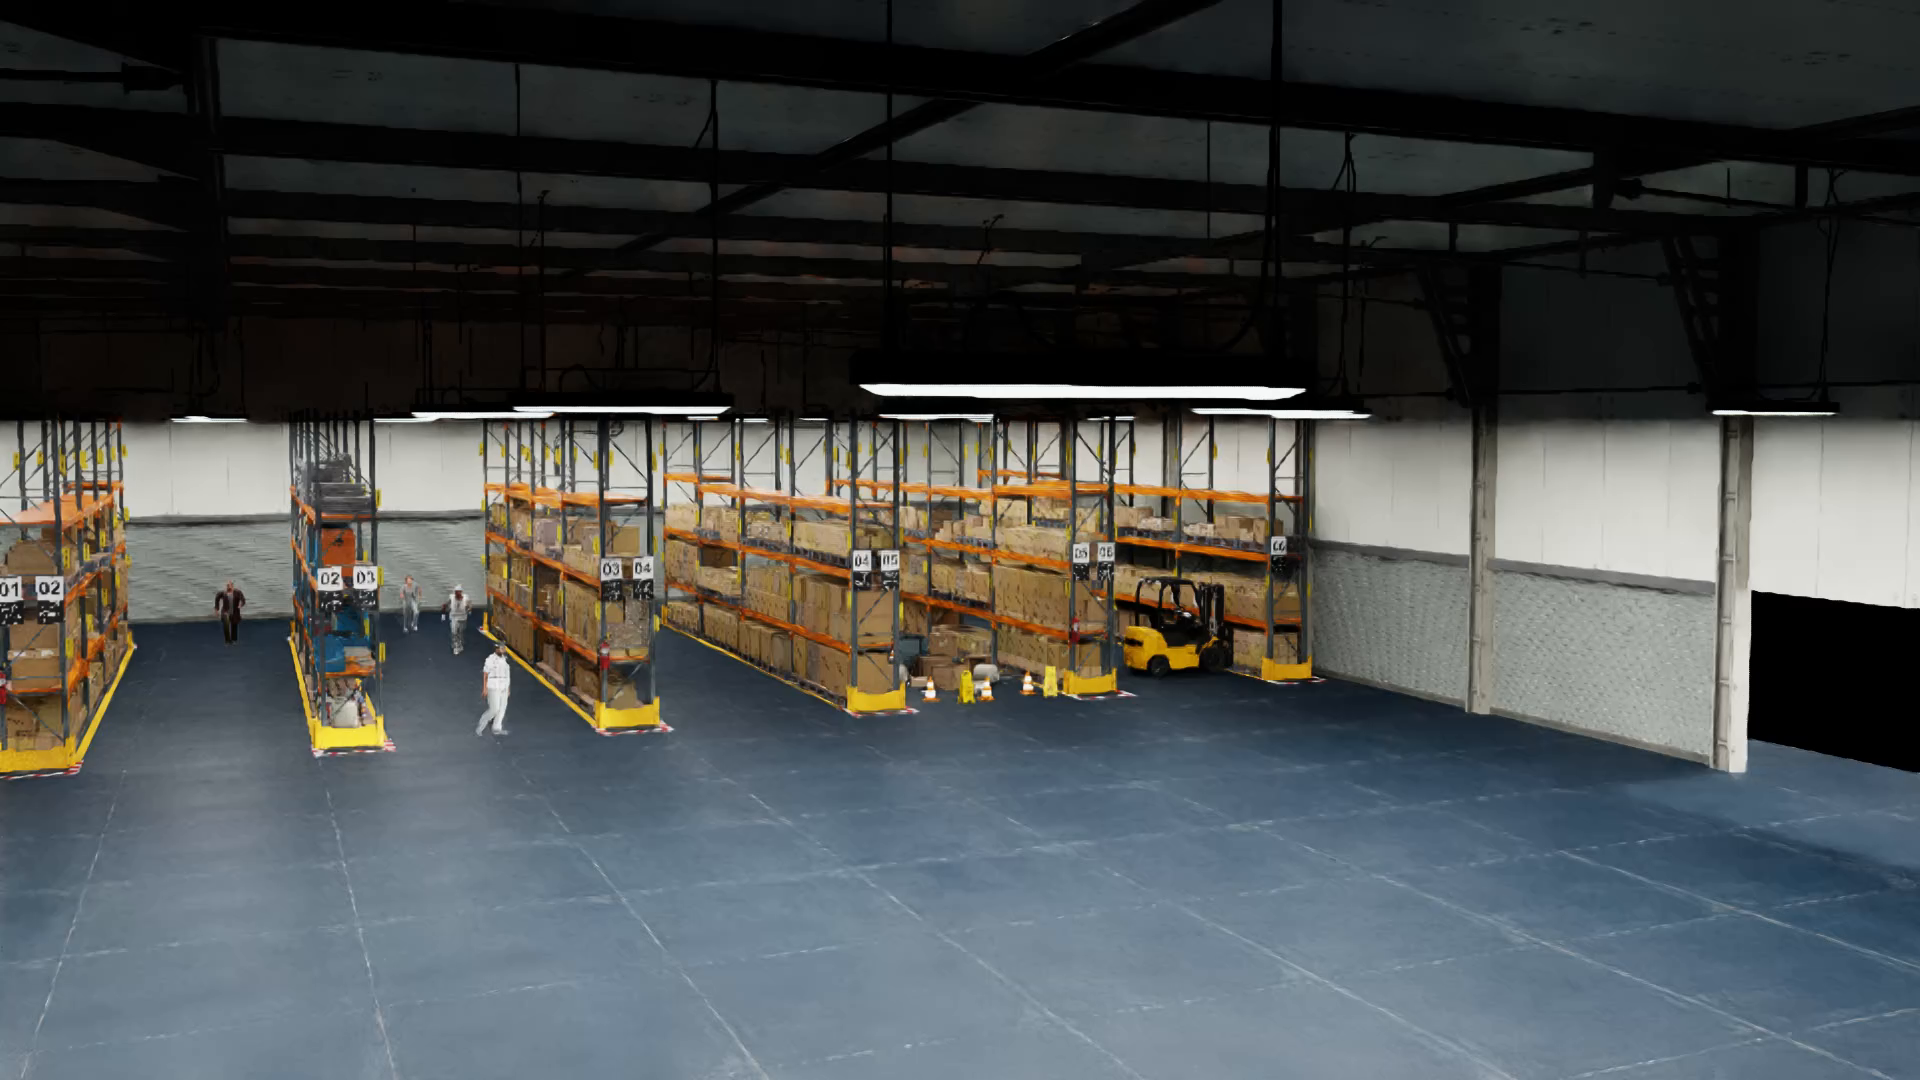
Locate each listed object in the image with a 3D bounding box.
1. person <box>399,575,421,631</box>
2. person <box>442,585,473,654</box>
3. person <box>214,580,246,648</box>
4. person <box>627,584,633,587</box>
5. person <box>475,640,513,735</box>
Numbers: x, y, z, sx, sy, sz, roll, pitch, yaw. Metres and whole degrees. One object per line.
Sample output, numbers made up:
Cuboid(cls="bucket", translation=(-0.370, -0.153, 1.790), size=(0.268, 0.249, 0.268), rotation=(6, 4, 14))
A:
Cuboid(cls="person", translation=(-15.117, 1.729, 45.743), size=(0.566, 1.587, 0.859), rotation=(-1, 4, -17))
Cuboid(cls="person", translation=(-12.523, 1.956, 41.500), size=(0.721, 1.706, 0.873), rotation=(-2, 4, -27))
Cuboid(cls="person", translation=(-18.768, 1.868, 42.792), size=(0.729, 1.710, 0.929), rotation=(-2, 5, -28))
Cuboid(cls="person", translation=(-8.572, 1.790, 43.291), size=(0.590, 1.774, 0.529), rotation=(3, 5, 41))
Cuboid(cls="person", translation=(-8.575, 2.711, 30.552), size=(0.536, 1.754, 0.675), rotation=(2, 4, 24))
